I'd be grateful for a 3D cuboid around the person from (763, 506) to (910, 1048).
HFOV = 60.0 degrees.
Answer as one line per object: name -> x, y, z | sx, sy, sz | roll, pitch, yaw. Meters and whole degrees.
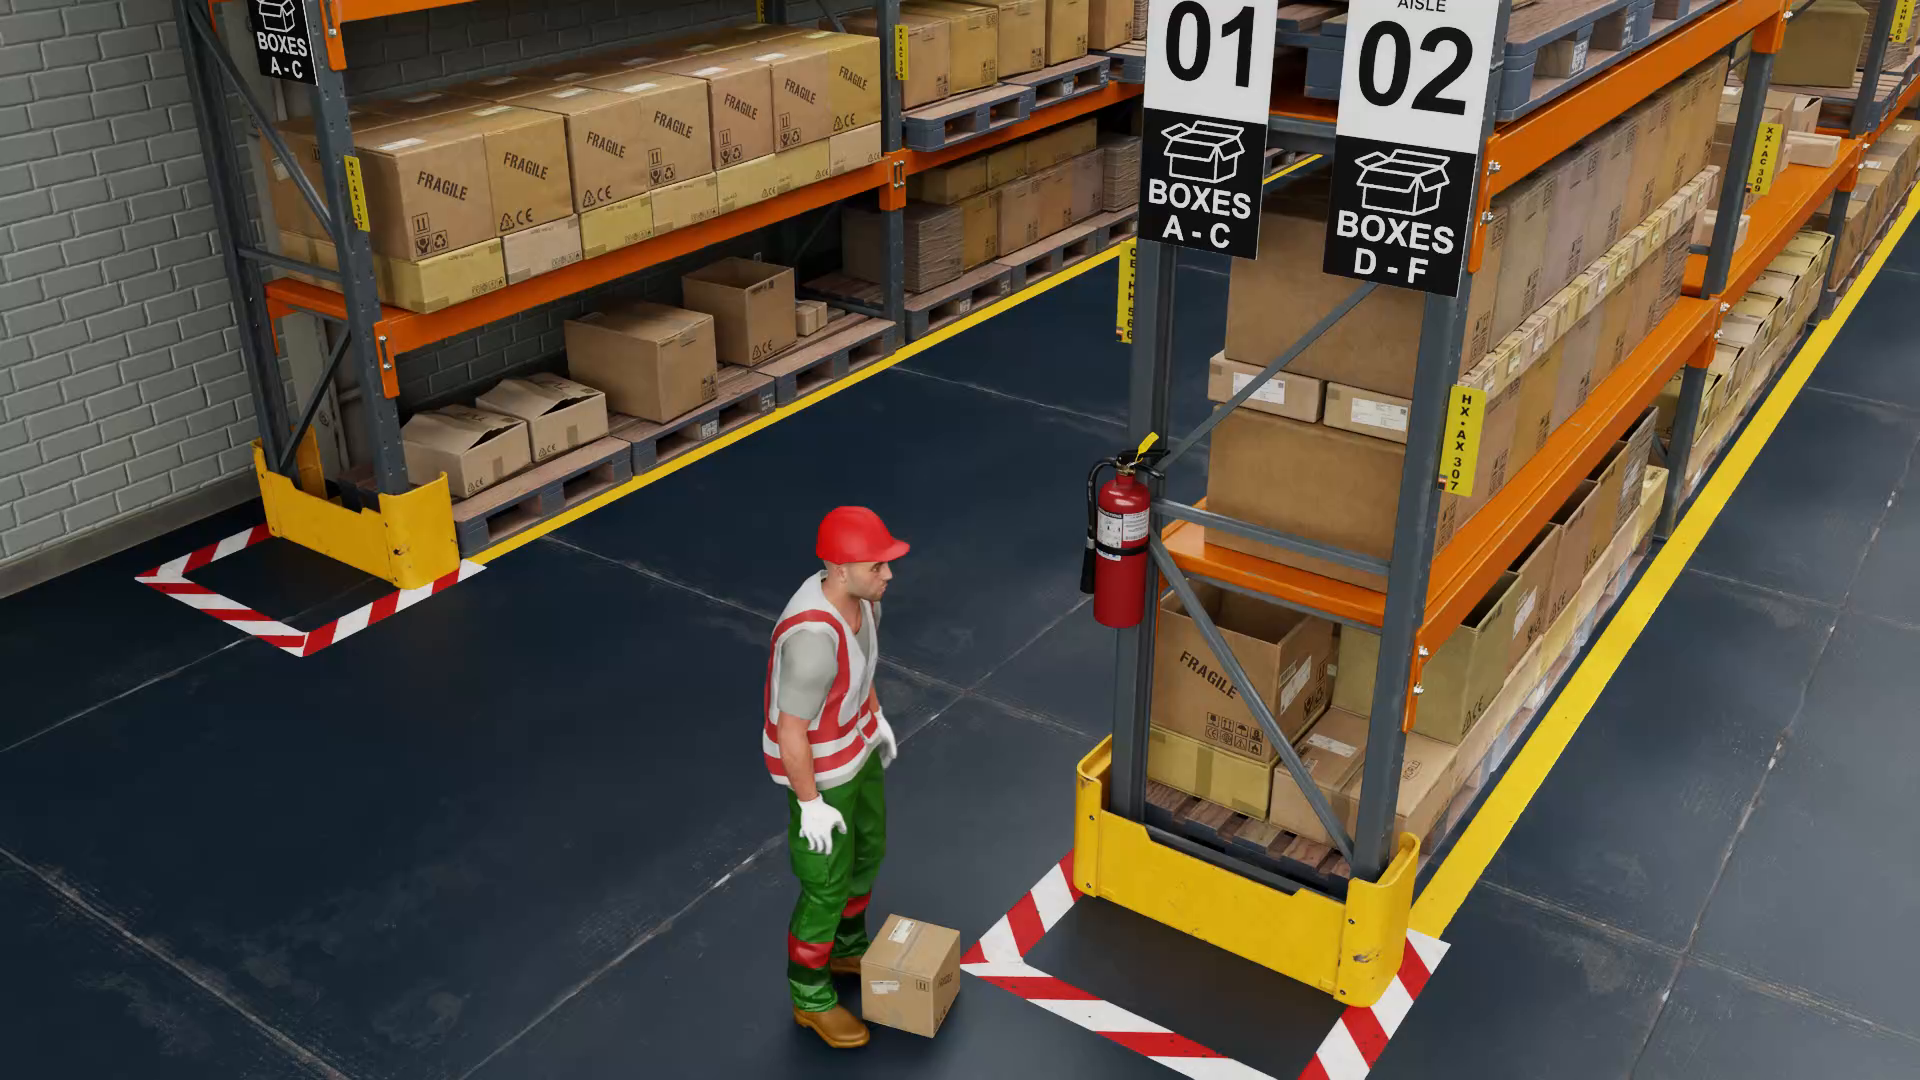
person -> -0.368, 0.706, 5.195 | 0.446, 1.780, 0.620 | 9, 28, 17
